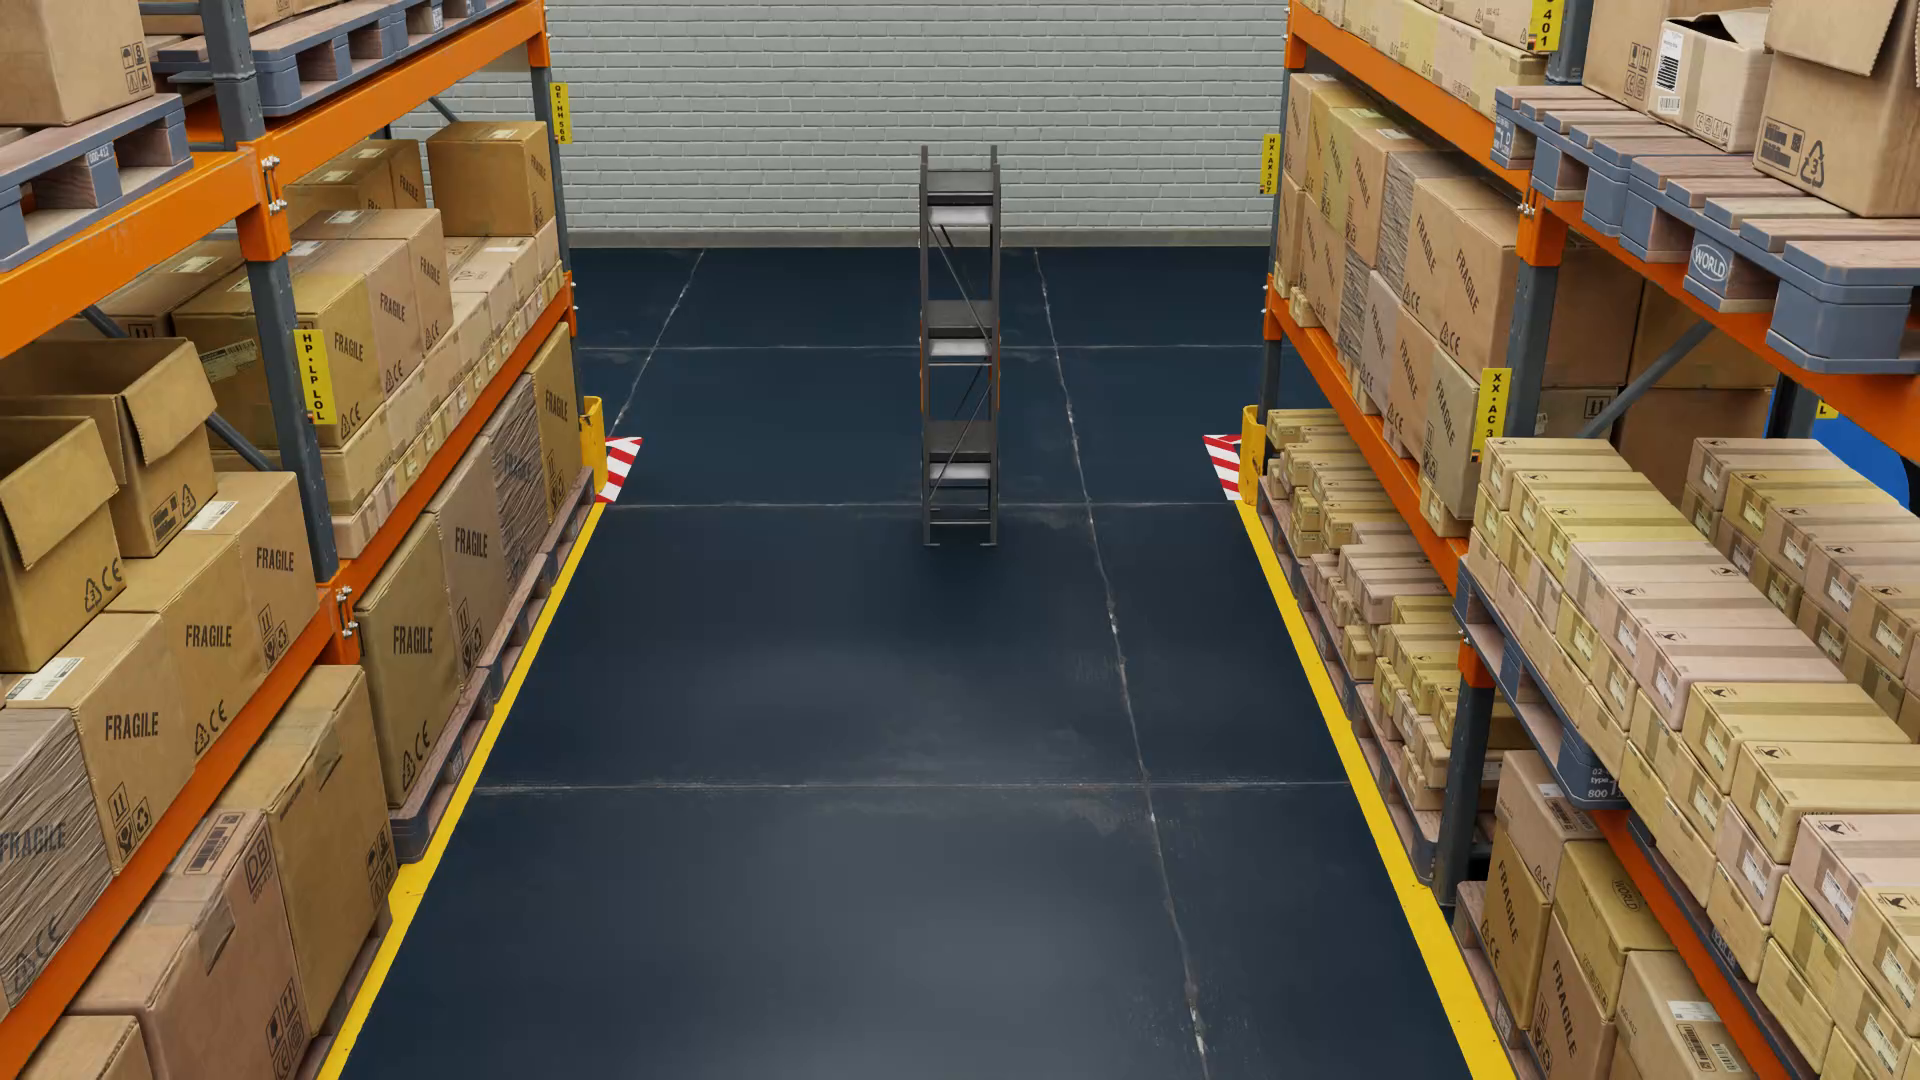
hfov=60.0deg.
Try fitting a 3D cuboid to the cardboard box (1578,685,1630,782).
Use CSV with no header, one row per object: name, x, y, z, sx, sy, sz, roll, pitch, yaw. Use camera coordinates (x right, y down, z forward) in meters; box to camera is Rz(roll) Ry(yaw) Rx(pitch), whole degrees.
cardboard box,1.846,0.494,4.312,0.380,0.149,0.250,-1,24,-3

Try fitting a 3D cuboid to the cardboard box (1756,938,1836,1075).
cardboard box,1.860,0.929,3.350,0.380,0.149,0.250,-1,24,-3

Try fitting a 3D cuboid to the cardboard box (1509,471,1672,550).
cardboard box,1.843,-0.087,4.877,0.380,0.149,0.250,0,24,1

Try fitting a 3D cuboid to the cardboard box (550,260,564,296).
cardboard box,-2.382,-1.427,9.069,0.380,0.149,0.250,0,24,0

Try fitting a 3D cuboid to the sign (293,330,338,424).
sign,-2.129,-0.536,5.486,0.100,0.325,0.005,0,24,-1

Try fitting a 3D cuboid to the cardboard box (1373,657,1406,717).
cardboard box,1.932,0.603,6.865,0.380,0.149,0.250,-1,24,-2

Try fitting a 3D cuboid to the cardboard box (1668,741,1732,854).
cardboard box,1.853,0.578,3.767,0.380,0.149,0.250,-1,24,-2

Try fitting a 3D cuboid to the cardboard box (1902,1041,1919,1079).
cardboard box,1.862,0.997,2.840,0.380,0.149,0.250,0,24,1

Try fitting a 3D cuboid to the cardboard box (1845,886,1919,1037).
cardboard box,1.859,0.760,3.002,0.380,0.149,0.250,0,24,1

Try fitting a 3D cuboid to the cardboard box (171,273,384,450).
cardboard box,-2.421,-0.646,5.948,0.500,0.500,0.500,0,24,-1

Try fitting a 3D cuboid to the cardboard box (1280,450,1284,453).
cardboard box,1.995,-0.478,9.256,0.380,0.149,0.250,1,24,2

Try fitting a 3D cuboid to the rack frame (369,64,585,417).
rack frame,-2.715,-1.686,9.339,1.000,3.000,0.127,0,24,-1

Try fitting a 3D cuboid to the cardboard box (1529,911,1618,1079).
cardboard box,2.040,1.452,4.922,0.500,0.500,0.500,1,24,2

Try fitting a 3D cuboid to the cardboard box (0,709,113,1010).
cardboard box,-2.382,0.733,3.867,0.500,0.500,0.500,0,24,0

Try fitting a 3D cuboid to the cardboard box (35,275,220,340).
cardboard box,-2.944,-0.635,5.926,0.500,0.500,0.500,0,24,1

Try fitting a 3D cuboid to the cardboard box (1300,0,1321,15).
cardboard box,1.995,-2.779,8.297,0.500,0.250,0.500,1,24,1

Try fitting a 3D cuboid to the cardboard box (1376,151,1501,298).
cardboard box,2.011,-1.272,6.727,0.500,0.500,0.500,0,24,1

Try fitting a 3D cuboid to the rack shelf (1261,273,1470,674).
rack shelf,2.267,-0.515,7.622,1.077,0.370,4.000,0,24,-1

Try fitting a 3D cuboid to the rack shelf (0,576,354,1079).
rack shelf,-2.650,1.114,4.020,1.077,0.370,4.000,0,24,-1

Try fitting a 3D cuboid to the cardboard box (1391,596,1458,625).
cardboard box,2.048,0.357,7.048,0.380,0.149,0.250,1,24,1

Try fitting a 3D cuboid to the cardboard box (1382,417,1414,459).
cardboard box,1.986,-0.455,6.921,0.380,0.149,0.250,-1,24,-3

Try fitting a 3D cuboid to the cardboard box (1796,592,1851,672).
cardboard box,2.502,0.255,4.480,0.380,0.149,0.250,-1,24,-2

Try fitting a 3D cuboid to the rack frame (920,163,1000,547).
rack frame,0.001,-0.924,8.746,0.400,2.100,0.015,0,24,-1

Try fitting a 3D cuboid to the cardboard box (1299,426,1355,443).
cardboard box,2.035,-0.500,8.943,0.380,0.149,0.250,0,24,0

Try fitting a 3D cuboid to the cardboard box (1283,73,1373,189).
cardboard box,1.985,-2.118,8.596,0.500,0.500,0.500,0,24,-1

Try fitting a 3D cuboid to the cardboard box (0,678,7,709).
cardboard box,-2.638,0.261,3.694,0.797,0.503,0.637,1,24,1

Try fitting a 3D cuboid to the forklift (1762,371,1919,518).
forklift,5.419,-1.099,8.124,3.031,2.935,1.130,15,28,29

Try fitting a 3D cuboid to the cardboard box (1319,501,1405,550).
cardboard box,1.946,-0.071,7.995,0.380,0.149,0.250,0,24,0

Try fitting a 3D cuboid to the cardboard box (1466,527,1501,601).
cardboard box,1.834,0.069,5.253,0.380,0.149,0.250,-1,24,-3

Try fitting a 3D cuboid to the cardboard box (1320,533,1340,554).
cardboard box,2.024,-0.049,8.308,0.380,0.149,0.250,-1,24,-3

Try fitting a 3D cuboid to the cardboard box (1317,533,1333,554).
cardboard box,2.017,0.078,8.387,0.380,0.149,0.250,0,24,0

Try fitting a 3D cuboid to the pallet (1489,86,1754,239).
pallet,2.189,-1.045,4.509,1.213,0.211,1.003,0,24,-1

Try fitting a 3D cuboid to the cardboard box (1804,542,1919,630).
cardboard box,2.497,0.123,4.411,0.380,0.149,0.250,0,24,-1

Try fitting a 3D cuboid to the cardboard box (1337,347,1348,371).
cardboard box,2.008,-0.882,7.865,0.380,0.149,0.250,-1,24,-2

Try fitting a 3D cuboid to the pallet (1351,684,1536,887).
pallet,2.246,0.975,6.838,1.003,0.211,1.213,0,24,-1

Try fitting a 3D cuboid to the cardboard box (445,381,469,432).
cardboard box,-2.357,-0.581,7.200,0.380,0.149,0.250,0,24,0

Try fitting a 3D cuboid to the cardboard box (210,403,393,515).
cardboard box,-2.415,-0.300,6.095,0.500,0.250,0.500,-1,24,-2

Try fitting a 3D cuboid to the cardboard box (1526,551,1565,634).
cardboard box,1.842,0.146,4.721,0.380,0.149,0.250,0,24,1

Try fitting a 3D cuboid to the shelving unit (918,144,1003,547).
shelving unit,-0.002,-1.025,8.968,0.431,2.100,0.503,0,24,-1

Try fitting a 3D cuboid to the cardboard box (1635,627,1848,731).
cardboard box,1.849,0.330,3.953,0.380,0.149,0.250,1,24,1

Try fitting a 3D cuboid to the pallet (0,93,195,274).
pallet,-2.612,-0.940,4.281,0.805,0.209,1.217,-1,24,-3

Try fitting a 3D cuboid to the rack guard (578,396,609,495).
rack guard,-2.715,-0.557,9.876,1.175,0.500,0.348,0,24,-1

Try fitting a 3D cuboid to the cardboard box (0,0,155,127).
cardboard box,-2.655,-1.403,4.441,0.700,0.500,0.500,0,24,1

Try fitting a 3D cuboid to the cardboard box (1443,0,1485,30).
cardboard box,2.036,-1.948,5.853,0.500,0.250,0.500,-1,24,-3

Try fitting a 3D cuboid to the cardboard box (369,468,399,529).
cardboard box,-2.345,-0.155,6.258,0.380,0.149,0.250,-1,24,-2

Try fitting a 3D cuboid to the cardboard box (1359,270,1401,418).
cardboard box,1.993,-0.817,6.934,0.500,0.500,0.500,0,24,-1

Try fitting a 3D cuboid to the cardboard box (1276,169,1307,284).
cardboard box,1.974,-1.662,8.802,0.500,0.500,0.500,1,24,2

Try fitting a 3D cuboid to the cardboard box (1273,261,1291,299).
cardboard box,1.921,-1.418,9.049,0.380,0.149,0.250,0,24,-1

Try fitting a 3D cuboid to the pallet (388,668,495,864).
pallet,-2.602,0.919,6.963,1.003,0.211,1.213,0,24,-1

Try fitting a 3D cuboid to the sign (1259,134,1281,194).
sign,1.703,-2.059,9.112,0.100,0.325,0.005,0,24,-1

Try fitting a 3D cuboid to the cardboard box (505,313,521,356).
cardboard box,-2.369,-1.006,8.139,0.380,0.149,0.250,-1,24,-2

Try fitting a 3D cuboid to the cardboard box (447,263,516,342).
cardboard box,-2.434,-1.136,7.944,0.500,0.250,0.500,-1,24,-2

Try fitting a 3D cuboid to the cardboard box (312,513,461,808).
cardboard box,-2.599,0.466,6.648,0.875,0.875,0.875,0,24,-1

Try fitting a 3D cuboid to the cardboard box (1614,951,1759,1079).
cardboard box,2.043,1.322,4.300,0.500,0.250,0.500,1,24,1

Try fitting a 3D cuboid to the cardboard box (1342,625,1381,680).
cardboard box,1.933,0.502,7.449,0.380,0.149,0.250,0,24,-1

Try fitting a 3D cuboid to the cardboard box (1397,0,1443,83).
cardboard box,2.014,-1.933,6.426,0.500,0.250,0.500,-1,24,-1
